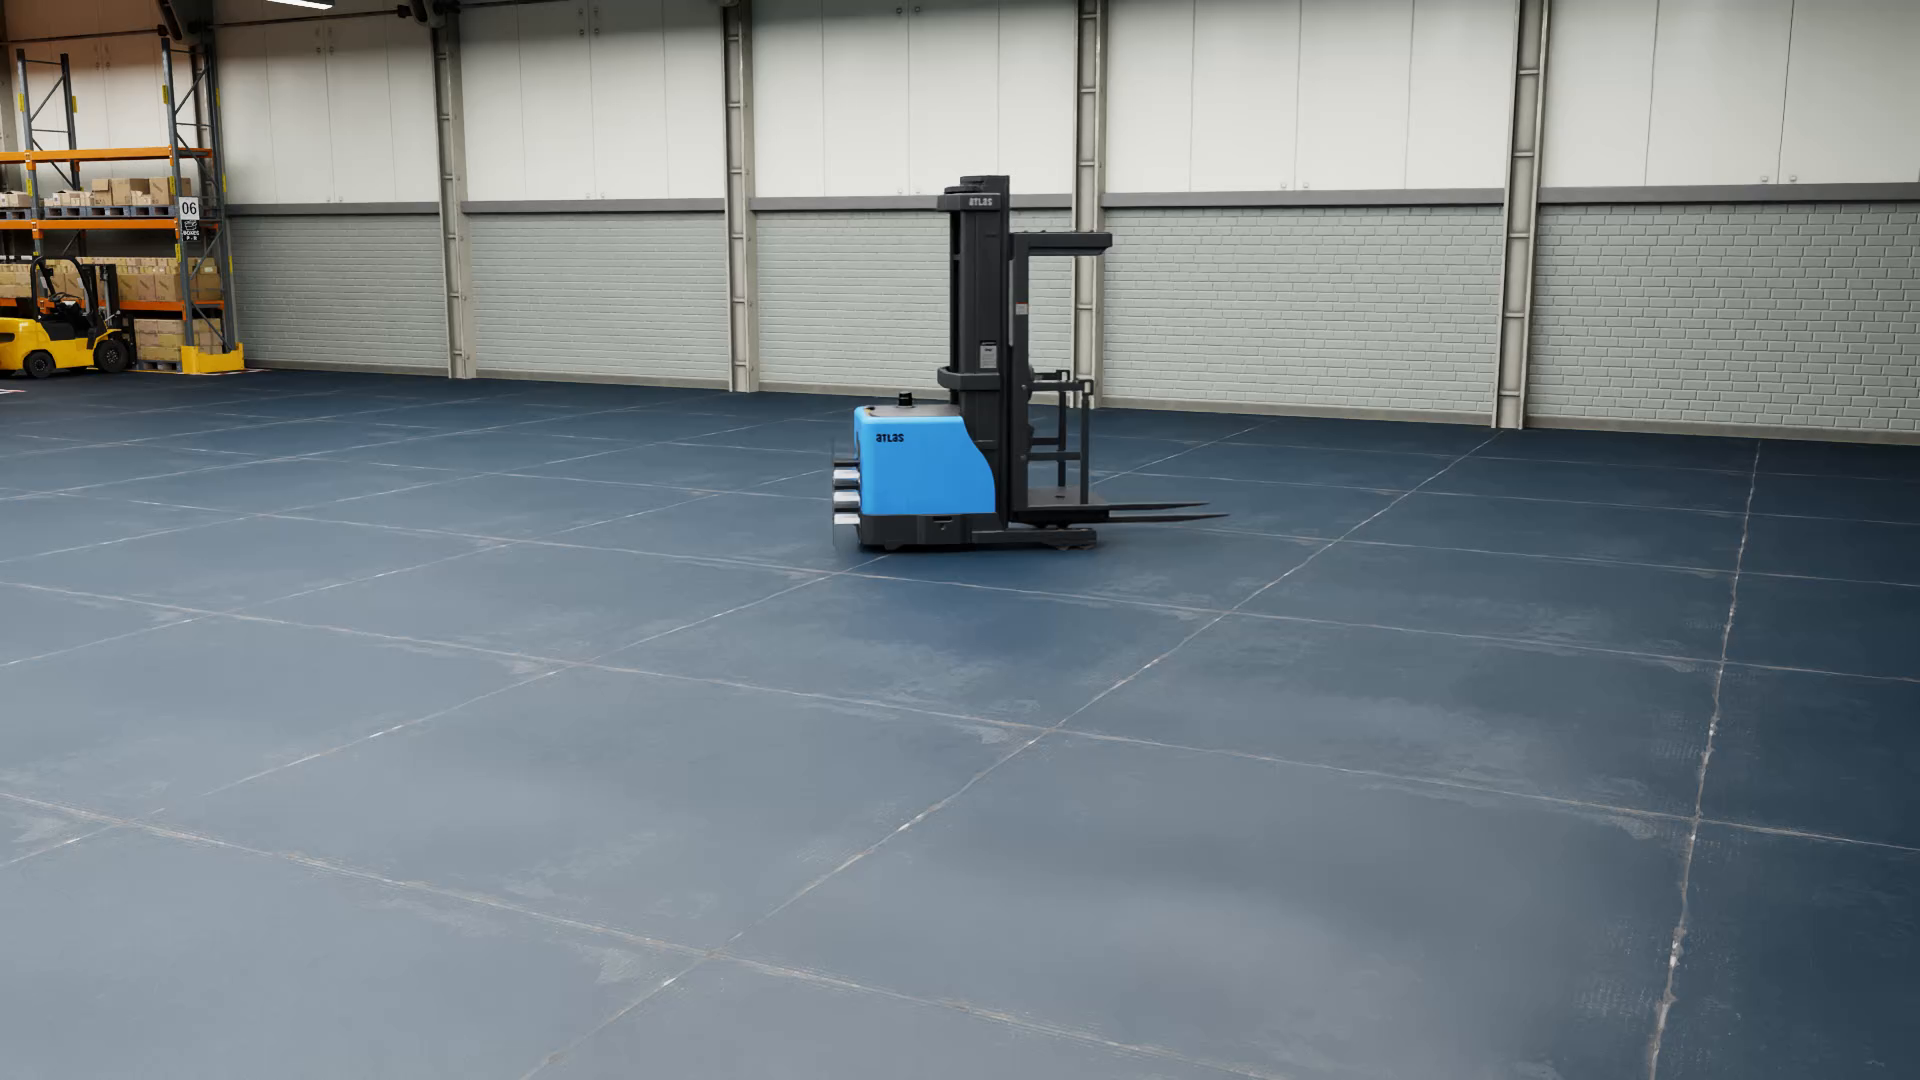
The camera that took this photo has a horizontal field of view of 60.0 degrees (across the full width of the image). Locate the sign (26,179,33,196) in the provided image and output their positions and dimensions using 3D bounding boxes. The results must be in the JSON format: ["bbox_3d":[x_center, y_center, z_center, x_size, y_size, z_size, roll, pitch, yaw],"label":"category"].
[{"bbox_3d":[-17.875,-6.769,31.948,0.005,0.325,0.100,5,11,26],"label":"sign"}]

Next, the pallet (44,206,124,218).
[{"bbox_3d":[-16.867,-6.340,32.165,1.213,0.211,1.003,5,11,26],"label":"pallet"}]

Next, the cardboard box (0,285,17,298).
[{"bbox_3d":[-18.665,-4.934,32.989,0.500,0.250,0.500,5,11,25],"label":"cardboard box"}]

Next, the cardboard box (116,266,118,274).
[{"bbox_3d":[-15.837,-5.138,31.593,0.250,0.149,0.380,5,11,25],"label":"cardboard box"}]

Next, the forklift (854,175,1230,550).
[{"bbox_3d":[0.667,-1.454,13.533,3.031,2.935,1.130,-1,10,-7],"label":"forklift"}]

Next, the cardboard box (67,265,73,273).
[{"bbox_3d":[-16.995,-5.236,32.135,0.250,0.149,0.380,5,11,26],"label":"cardboard box"}]

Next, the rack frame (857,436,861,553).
[{"bbox_3d":[-0.803,-0.364,13.213,0.006,0.900,0.240,-1,10,-7],"label":"rack frame"}]

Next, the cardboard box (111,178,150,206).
[{"bbox_3d":[-15.436,-6.529,31.221,0.500,0.500,0.700,5,11,26],"label":"cardboard box"}]

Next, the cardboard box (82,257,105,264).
[{"bbox_3d":[-16.552,-5.335,31.850,0.250,0.149,0.380,5,11,25],"label":"cardboard box"}]

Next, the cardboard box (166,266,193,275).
[{"bbox_3d":[-14.492,-5.007,30.868,0.250,0.149,0.380,5,11,27],"label":"cardboard box"}]

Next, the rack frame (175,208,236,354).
[{"bbox_3d":[-14.057,-4.656,31.031,0.127,3.000,1.000,5,11,26],"label":"rack frame"}]

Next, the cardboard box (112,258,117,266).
[{"bbox_3d":[-15.849,-5.285,31.571,0.250,0.149,0.380,5,11,27],"label":"cardboard box"}]

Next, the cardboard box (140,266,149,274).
[{"bbox_3d":[-15.157,-5.073,31.238,0.250,0.149,0.380,5,11,25],"label":"cardboard box"}]

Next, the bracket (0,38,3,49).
[{"bbox_3d":[-19.448,-9.961,33.393,0.430,0.232,0.235,5,11,26],"label":"bracket"}]

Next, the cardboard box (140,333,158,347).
[{"bbox_3d":[-15.077,-3.785,31.358,0.500,0.250,0.500,5,11,25],"label":"cardboard box"}]

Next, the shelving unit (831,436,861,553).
[{"bbox_3d":[-0.904,-0.361,13.201,0.210,0.900,0.258,-1,10,-7],"label":"shelving unit"}]

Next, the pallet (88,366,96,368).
[{"bbox_3d":[-16.949,-3.529,32.638,1.213,0.211,1.003,5,11,26],"label":"pallet"}]

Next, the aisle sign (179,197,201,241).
[{"bbox_3d":[-14.128,-5.883,30.512,0.004,0.787,0.394,5,11,26],"label":"aisle sign"}]

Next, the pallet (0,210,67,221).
[{"bbox_3d":[-18.441,-6.420,32.895,1.217,0.209,0.805,5,11,24],"label":"pallet"}]

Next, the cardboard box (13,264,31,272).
[{"bbox_3d":[-18.484,-5.376,32.908,0.250,0.149,0.380,5,11,26],"label":"cardboard box"}]

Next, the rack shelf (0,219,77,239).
[{"bbox_3d":[-19.437,-6.250,33.440,4.000,0.370,1.077,5,11,26],"label":"rack shelf"}]

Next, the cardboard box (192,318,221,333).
[{"bbox_3d":[-14.404,-4.069,31.526,0.500,0.250,0.500,5,11,25],"label":"cardboard box"}]

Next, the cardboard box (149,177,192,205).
[{"bbox_3d":[-14.561,-6.433,30.686,0.500,0.500,0.500,5,12,28],"label":"cardboard box"}]

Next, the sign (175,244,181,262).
[{"bbox_3d":[-14.309,-5.256,30.434,0.005,0.325,0.100,5,11,26],"label":"sign"}]

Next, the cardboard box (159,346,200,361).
[{"bbox_3d":[-14.618,-3.496,31.164,0.500,0.250,0.500,5,11,26],"label":"cardboard box"}]

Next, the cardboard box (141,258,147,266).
[{"bbox_3d":[-15.143,-5.227,31.252,0.250,0.149,0.380,5,11,26],"label":"cardboard box"}]

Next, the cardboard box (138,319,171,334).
[{"bbox_3d":[-15.068,-4.027,31.292,0.500,0.250,0.500,5,12,27],"label":"cardboard box"}]

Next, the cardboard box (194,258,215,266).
[{"bbox_3d":[-14.263,-5.231,31.273,0.250,0.149,0.380,5,11,25],"label":"cardboard box"}]

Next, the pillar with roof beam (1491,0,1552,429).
[{"bbox_3d":[5.336,-5.228,17.347,0.400,9.000,9.100,5,11,26],"label":"pillar with roof beam"}]

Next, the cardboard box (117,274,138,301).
[{"bbox_3d":[-15.535,-4.784,31.462,0.500,0.500,0.500,5,11,25],"label":"cardboard box"}]

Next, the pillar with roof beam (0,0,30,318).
[{"bbox_3d":[-21.568,-7.592,30.409,0.400,9.000,9.100,5,11,26],"label":"pillar with roof beam"}]

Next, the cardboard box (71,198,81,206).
[{"bbox_3d":[-16.687,-6.435,31.684,0.250,0.149,0.380,5,12,28],"label":"cardboard box"}]

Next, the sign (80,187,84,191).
[{"bbox_3d":[-17.400,-6.829,32.943,0.005,0.325,0.100,5,11,26],"label":"sign"}]

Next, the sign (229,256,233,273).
[{"bbox_3d":[-13.806,-5.209,31.434,0.005,0.325,0.100,5,11,26],"label":"sign"}]

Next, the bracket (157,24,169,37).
[{"bbox_3d":[-14.812,-9.554,31.142,0.430,0.232,0.235,5,11,26],"label":"bracket"}]

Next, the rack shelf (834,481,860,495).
[{"bbox_3d":[-0.904,-0.417,13.191,0.200,0.077,0.258,-1,10,-7],"label":"rack shelf"}]

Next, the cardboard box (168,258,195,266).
[{"bbox_3d":[-14.471,-5.165,30.908,0.250,0.149,0.380,5,11,26],"label":"cardboard box"}]

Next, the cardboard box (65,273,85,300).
[{"bbox_3d":[-16.887,-4.905,32.128,0.500,0.500,0.500,5,12,27],"label":"cardboard box"}]

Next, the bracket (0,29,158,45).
[{"bbox_3d":[-17.122,-9.757,32.264,4.783,0.066,0.076,5,11,26],"label":"bracket"}]

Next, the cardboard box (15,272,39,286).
[{"bbox_3d":[-18.197,-5.141,32.730,0.500,0.250,0.500,5,11,25],"label":"cardboard box"}]

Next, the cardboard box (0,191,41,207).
[{"bbox_3d":[-18.401,-6.677,32.567,0.500,0.311,0.500,5,11,24],"label":"cardboard box"}]

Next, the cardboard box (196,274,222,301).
[{"bbox_3d":[-14.378,-4.788,31.483,0.500,0.500,0.500,5,12,28],"label":"cardboard box"}]

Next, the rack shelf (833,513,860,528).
[{"bbox_3d":[-0.904,-0.152,13.239,0.200,0.077,0.258,-1,10,-7],"label":"rack shelf"}]

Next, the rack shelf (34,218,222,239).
[{"bbox_3d":[-15.850,-5.935,31.699,4.000,0.370,1.077,5,11,26],"label":"rack shelf"}]

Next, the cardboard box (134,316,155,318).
[{"bbox_3d":[-15.754,-4.191,32.196,0.500,0.250,0.500,5,11,25],"label":"cardboard box"}]

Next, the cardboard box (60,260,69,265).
[{"bbox_3d":[-17.207,-5.410,32.260,0.250,0.149,0.380,5,11,27],"label":"cardboard box"}]
